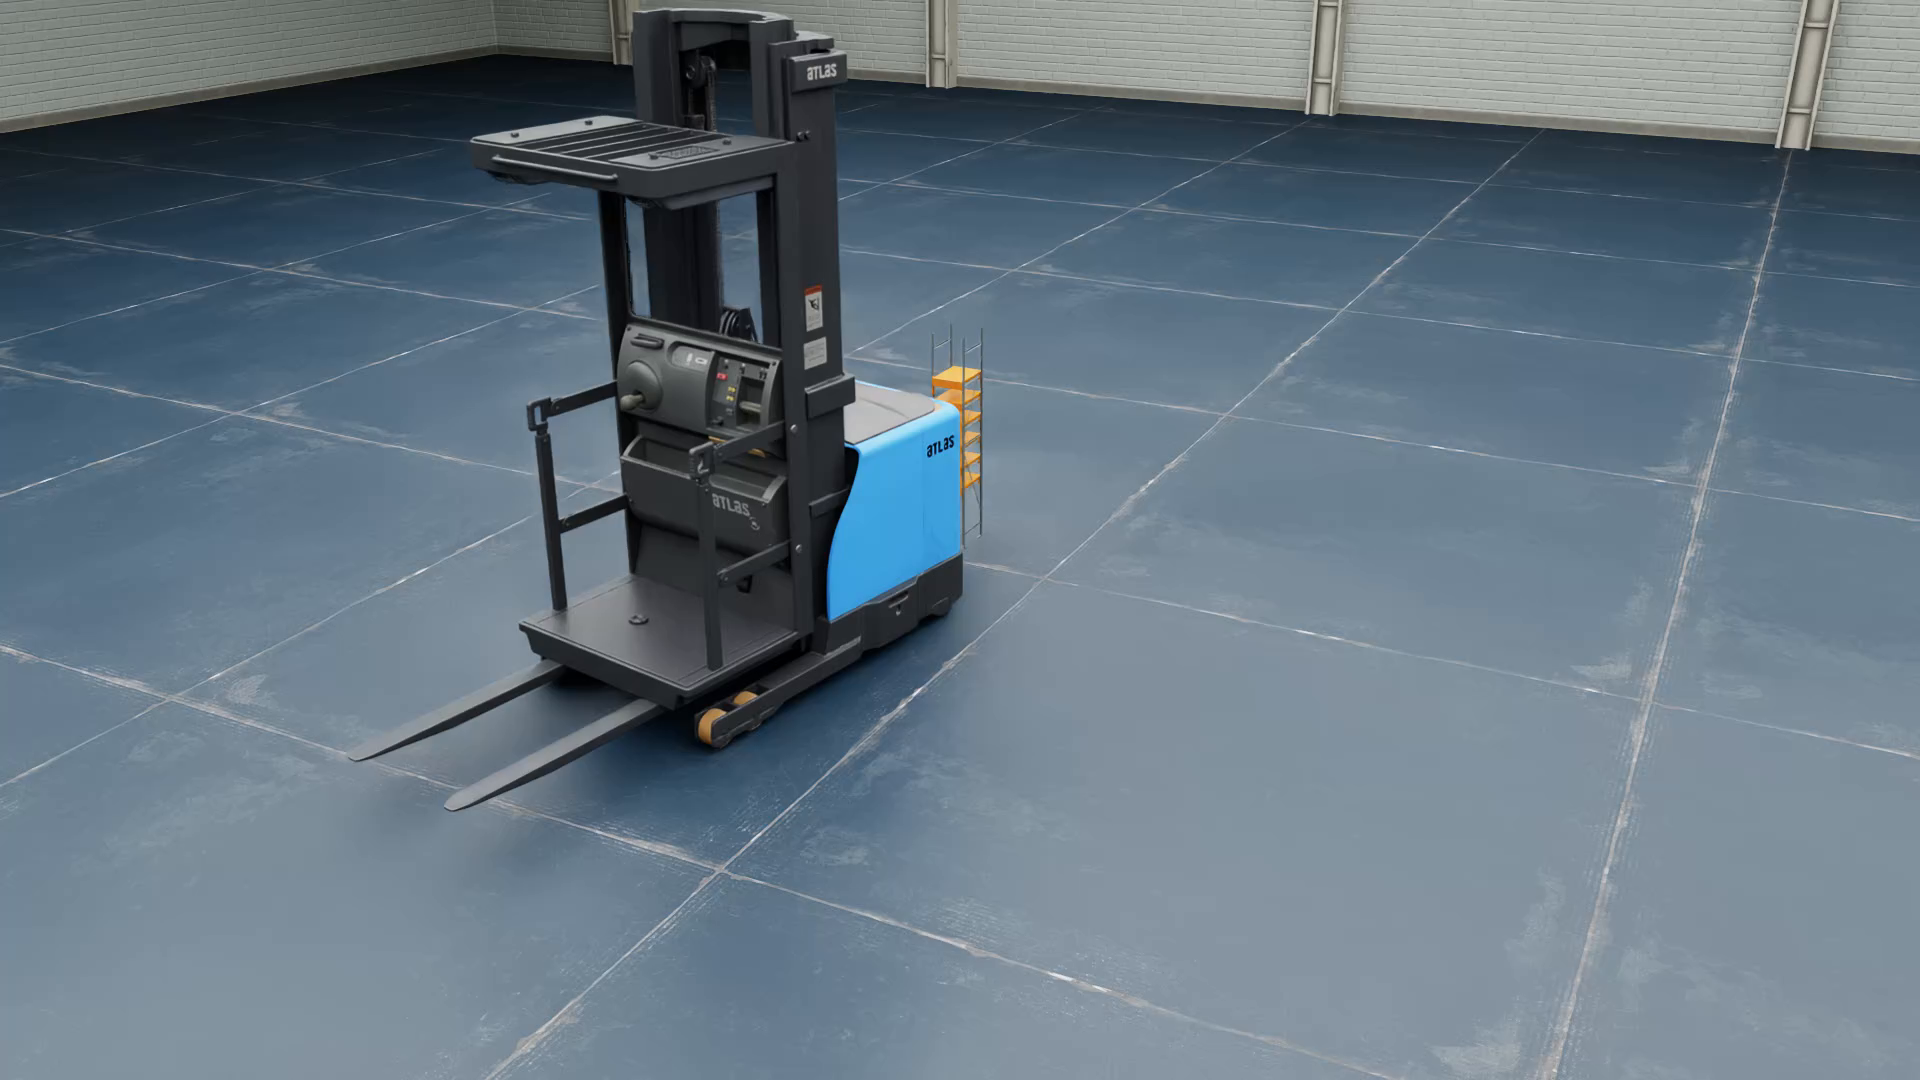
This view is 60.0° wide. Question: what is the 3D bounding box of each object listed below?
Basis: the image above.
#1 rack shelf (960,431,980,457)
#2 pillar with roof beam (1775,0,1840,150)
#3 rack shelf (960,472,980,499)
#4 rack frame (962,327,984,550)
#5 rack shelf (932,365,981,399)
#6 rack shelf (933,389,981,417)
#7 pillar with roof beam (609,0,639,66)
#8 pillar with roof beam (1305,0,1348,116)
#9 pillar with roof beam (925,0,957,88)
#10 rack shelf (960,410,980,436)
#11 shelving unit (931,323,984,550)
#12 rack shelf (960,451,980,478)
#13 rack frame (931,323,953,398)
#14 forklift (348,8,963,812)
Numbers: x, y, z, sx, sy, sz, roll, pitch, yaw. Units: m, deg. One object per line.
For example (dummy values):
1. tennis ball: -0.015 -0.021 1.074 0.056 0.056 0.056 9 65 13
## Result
1. rack shelf: -0.013 -0.514 9.039 0.180 0.103 0.258 11 25 25
2. pillar with roof beam: 8.481 -7.556 15.519 0.400 9.000 9.100 11 25 25
3. rack shelf: -0.013 -0.293 9.133 0.180 0.103 0.258 11 25 25
4. rack frame: 0.069 -0.539 8.983 0.006 1.200 0.240 11 25 25
5. rack shelf: -0.013 -0.845 8.898 0.180 0.103 0.258 11 25 25
6. rack shelf: -0.013 -0.735 8.945 0.180 0.103 0.258 11 25 25
7. pillar with roof beam: -7.582 -10.735 22.993 0.400 9.000 9.100 11 25 25
8. pillar with roof beam: 3.127 -8.616 18.010 0.400 9.000 9.100 11 25 25
9. pillar with roof beam: -2.228 -9.675 20.502 0.400 9.000 9.100 11 25 25
10. rack shelf: -0.013 -0.624 8.992 0.180 0.103 0.258 11 25 25
11. shelving unit: -0.013 -0.555 9.021 0.189 1.200 0.258 11 25 25
12. rack shelf: -0.013 -0.403 9.086 0.180 0.103 0.258 11 25 25
13. rack frame: -0.095 -0.571 9.059 0.006 1.200 0.240 11 25 25
14. forklift: -1.272 -0.672 7.085 1.130 2.935 3.031 16 28 34
